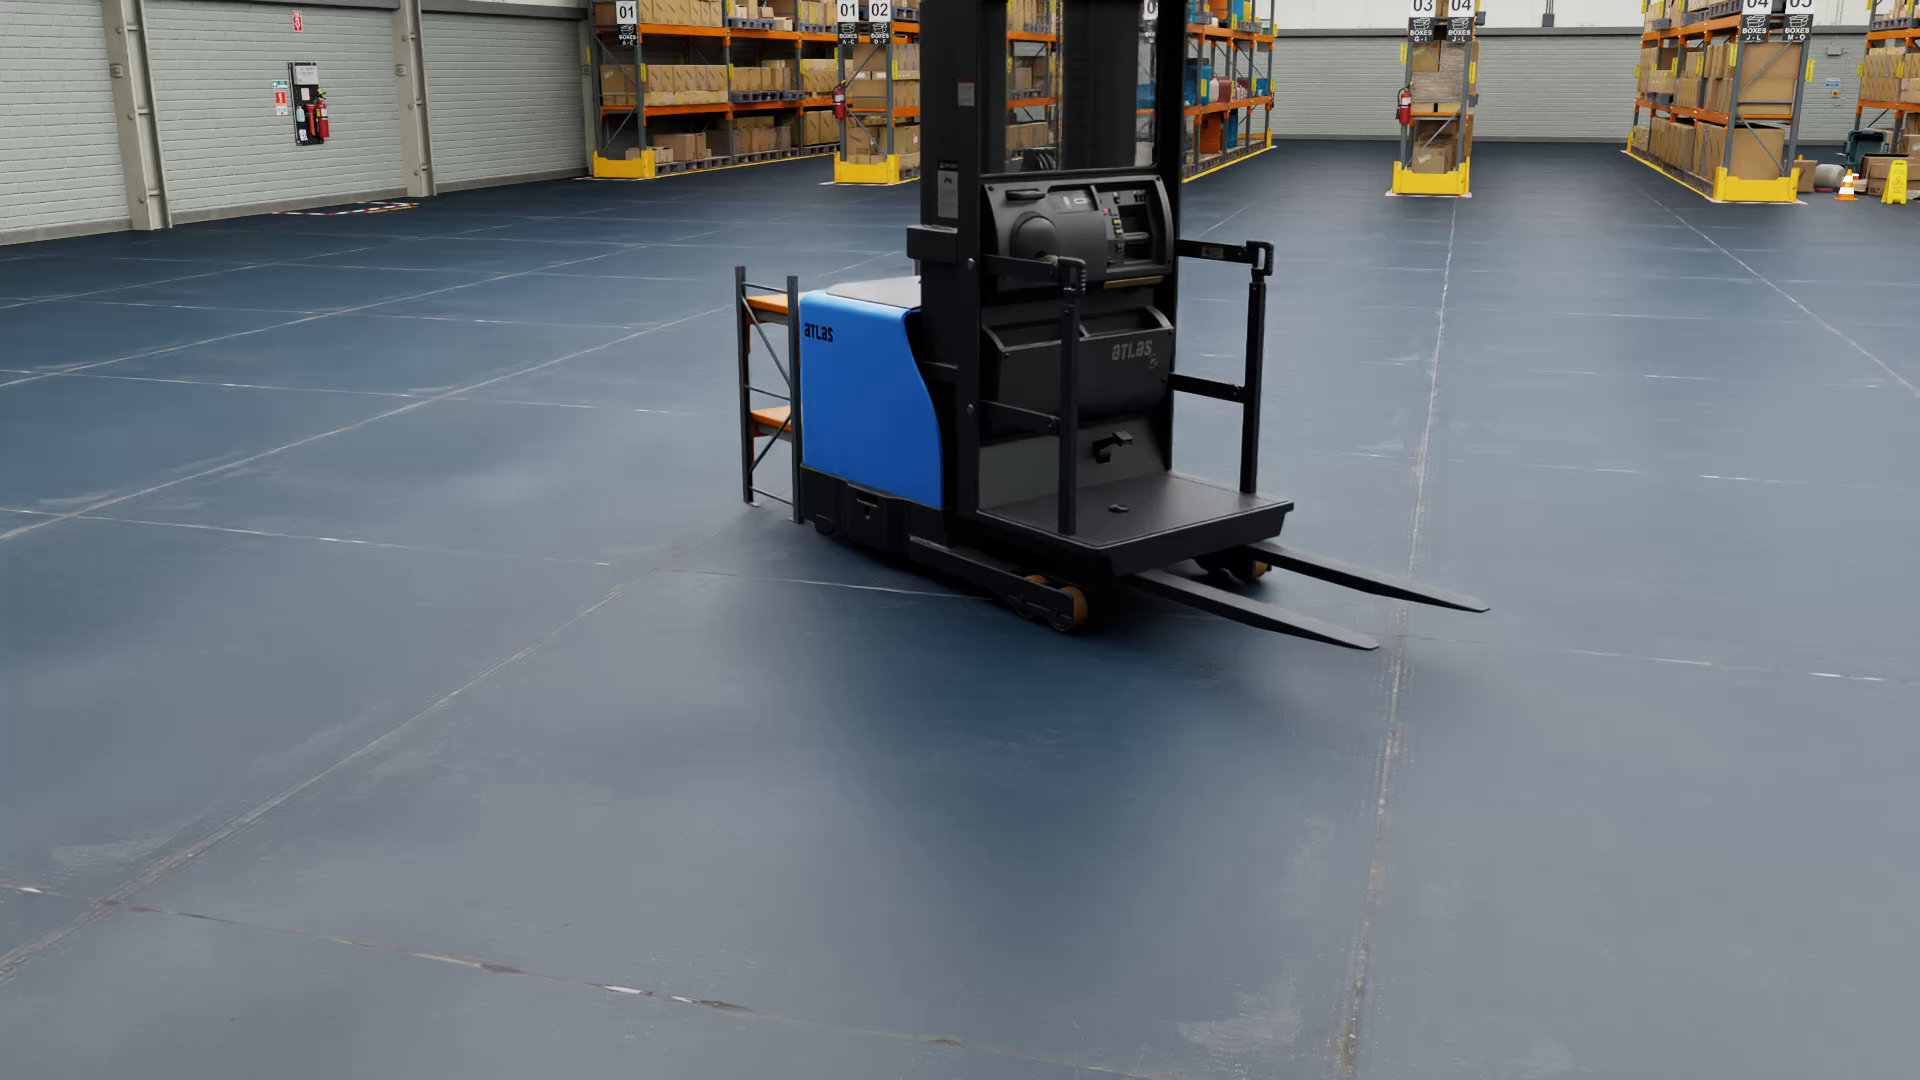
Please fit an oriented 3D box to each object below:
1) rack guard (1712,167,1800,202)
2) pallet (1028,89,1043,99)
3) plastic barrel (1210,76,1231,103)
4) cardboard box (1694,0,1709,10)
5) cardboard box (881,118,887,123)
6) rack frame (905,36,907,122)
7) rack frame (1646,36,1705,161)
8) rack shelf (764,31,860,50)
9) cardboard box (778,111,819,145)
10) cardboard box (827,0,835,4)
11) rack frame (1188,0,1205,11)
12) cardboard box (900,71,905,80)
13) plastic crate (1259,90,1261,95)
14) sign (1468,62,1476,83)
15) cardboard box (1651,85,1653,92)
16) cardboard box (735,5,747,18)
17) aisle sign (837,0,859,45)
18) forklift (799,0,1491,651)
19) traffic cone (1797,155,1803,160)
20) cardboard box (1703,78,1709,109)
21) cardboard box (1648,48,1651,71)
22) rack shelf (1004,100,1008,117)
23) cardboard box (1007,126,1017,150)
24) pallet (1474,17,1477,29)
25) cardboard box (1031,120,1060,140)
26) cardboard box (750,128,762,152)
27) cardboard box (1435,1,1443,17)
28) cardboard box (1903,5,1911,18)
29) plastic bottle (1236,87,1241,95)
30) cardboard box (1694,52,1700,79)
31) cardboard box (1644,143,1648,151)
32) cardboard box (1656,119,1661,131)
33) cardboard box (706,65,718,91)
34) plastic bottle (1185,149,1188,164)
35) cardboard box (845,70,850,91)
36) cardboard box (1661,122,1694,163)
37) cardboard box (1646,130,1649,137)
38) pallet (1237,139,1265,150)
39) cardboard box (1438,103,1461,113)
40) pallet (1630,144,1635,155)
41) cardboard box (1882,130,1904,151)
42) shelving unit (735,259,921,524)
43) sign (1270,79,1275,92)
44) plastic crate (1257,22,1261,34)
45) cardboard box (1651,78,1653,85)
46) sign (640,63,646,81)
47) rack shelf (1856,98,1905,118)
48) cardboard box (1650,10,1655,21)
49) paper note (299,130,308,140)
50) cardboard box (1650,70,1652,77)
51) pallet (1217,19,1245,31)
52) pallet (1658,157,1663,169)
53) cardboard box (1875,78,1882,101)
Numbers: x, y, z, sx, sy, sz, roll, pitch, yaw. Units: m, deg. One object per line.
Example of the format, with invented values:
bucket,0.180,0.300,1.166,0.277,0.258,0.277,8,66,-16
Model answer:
rack guard,12.520,-5.602,26.165,1.175,0.500,0.348,5,16,16
pallet,1.381,-10.838,40.394,1.003,0.211,1.213,5,16,16
plastic barrel,5.483,-9.620,35.499,0.600,0.536,0.708,5,16,16
cardboard box,14.095,-10.117,31.213,0.500,0.311,0.500,4,16,15
cardboard box,-2.288,-11.107,44.801,0.700,0.500,0.500,4,16,14
rack frame,-1.901,-12.561,46.116,1.000,3.000,0.127,5,16,16
rack frame,15.937,-9.951,36.914,1.000,3.000,0.127,5,16,16
rack shelf,-3.606,-12.088,40.270,1.077,0.370,4.000,5,16,16
cardboard box,-3.839,-9.818,39.615,0.750,0.750,0.750,4,16,15
cardboard box,-3.413,-13.358,41.065,0.500,0.250,0.500,6,17,20
rack frame,4.188,-11.539,31.520,1.000,3.000,0.127,5,16,16
cardboard box,-1.235,-8.572,30.682,0.380,0.149,0.250,5,16,16
plastic crate,7.443,-11.392,42.370,0.396,0.136,0.243,5,16,16
sign,8.320,-7.597,27.029,0.100,0.325,0.005,5,16,16
cardboard box,15.163,-9.761,35.936,0.380,0.149,0.250,5,17,16
cardboard box,-4.904,-11.321,35.643,0.500,0.311,0.500,5,17,18
aisle sign,-1.997,-9.248,29.672,0.394,0.787,0.004,5,16,16
forklift,0.606,-1.226,6.281,1.130,2.935,3.031,-13,20,-37
traffic cone,15.492,-6.871,30.705,0.336,0.463,0.334,5,16,16
cardboard box,13.570,-7.832,29.171,0.875,0.550,0.550,5,16,16
cardboard box,16.112,-11.035,38.178,0.500,0.500,0.500,5,17,17
rack shelf,0.008,-9.215,35.639,1.077,0.370,4.000,5,16,16
cardboard box,0.980,-9.190,38.009,0.500,0.500,0.500,5,17,18
pallet,10.205,-10.840,34.899,1.213,0.211,1.003,5,17,18
cardboard box,2.242,-10.633,43.090,0.797,0.503,0.637,5,16,16
cardboard box,-4.835,-8.893,36.962,0.700,0.500,0.500,5,17,17
cardboard box,7.693,-8.739,27.420,0.500,0.250,0.500,5,17,17
cardboard box,20.586,-11.414,35.869,0.396,0.266,0.258,5,17,18
plastic bottle,6.412,-10.330,38.481,0.152,0.276,0.135,5,16,16
cardboard box,14.232,-8.916,31.251,0.700,0.500,0.500,4,16,15
cardboard box,15.721,-8.910,37.701,0.380,0.149,0.250,5,17,17
cardboard box,15.175,-8.865,35.525,0.500,0.250,0.500,5,17,18
cardboard box,-5.285,-9.441,33.980,0.500,0.500,0.500,5,16,16
plastic bottle,4.367,-7.406,32.115,0.061,0.283,0.133,5,17,19
cardboard box,-3.062,-11.440,41.401,0.500,0.500,0.500,5,17,16
cardboard box,14.541,-7.871,32.937,1.050,0.750,0.750,4,16,15
cardboard box,15.823,-9.251,37.811,0.380,0.149,0.250,5,17,17
pallet,7.326,-10.238,43.038,1.003,0.211,1.213,5,16,16
cardboard box,8.109,-7.157,27.527,0.380,0.149,0.250,5,16,16
pallet,16.787,-9.426,40.175,1.003,0.211,1.213,5,16,16
cardboard box,21.246,-8.953,37.322,0.875,0.438,0.875,4,16,14
shelving unit,-0.470,-0.754,7.925,1.048,1.125,0.538,-12,20,-36
sign,8.130,-11.832,43.249,0.100,0.325,0.005,5,16,16
plastic crate,7.077,-12.430,40.397,0.497,0.269,0.590,5,16,16
cardboard box,15.239,-9.972,36.135,0.380,0.149,0.250,5,17,17
sign,-5.927,-8.749,31.091,0.100,0.325,0.005,5,16,16
rack shelf,21.280,-9.770,37.597,1.077,0.370,4.000,5,16,16
cardboard box,16.255,-12.113,38.401,0.500,0.250,0.500,4,16,14
paper note,-9.639,-5.947,24.412,0.016,0.148,0.142,5,16,16
cardboard box,15.384,-10.251,36.572,0.380,0.149,0.250,6,17,19
pallet,5.635,-11.244,36.323,1.003,0.211,1.213,5,16,16
pallet,15.023,-7.767,34.326,1.003,0.211,1.213,5,16,16
cardboard box,21.031,-10.186,37.561,0.500,0.500,0.500,5,17,18
